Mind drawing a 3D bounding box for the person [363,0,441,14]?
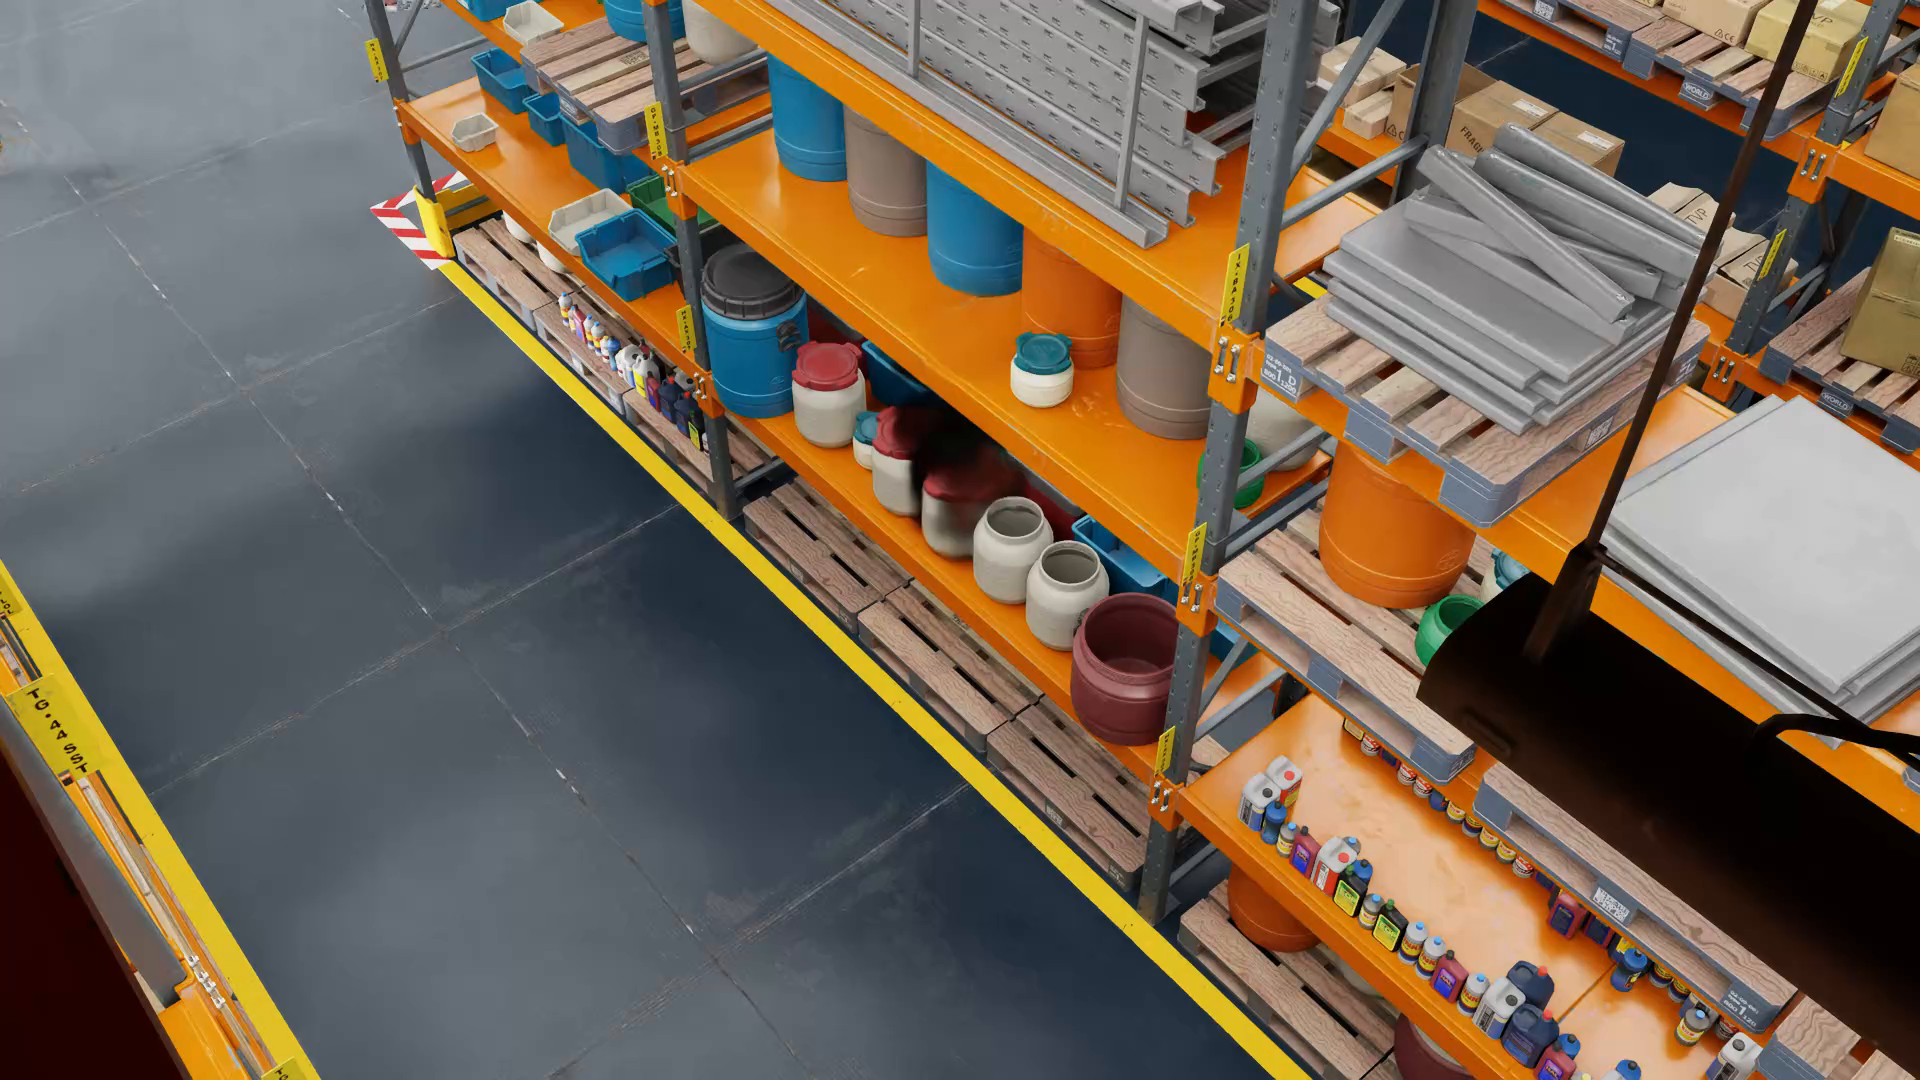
[{"bbox_3d":[-5.171,-5.584,15.127,0.906,1.646,0.605,-7,47,-6],"label":"person"}]
